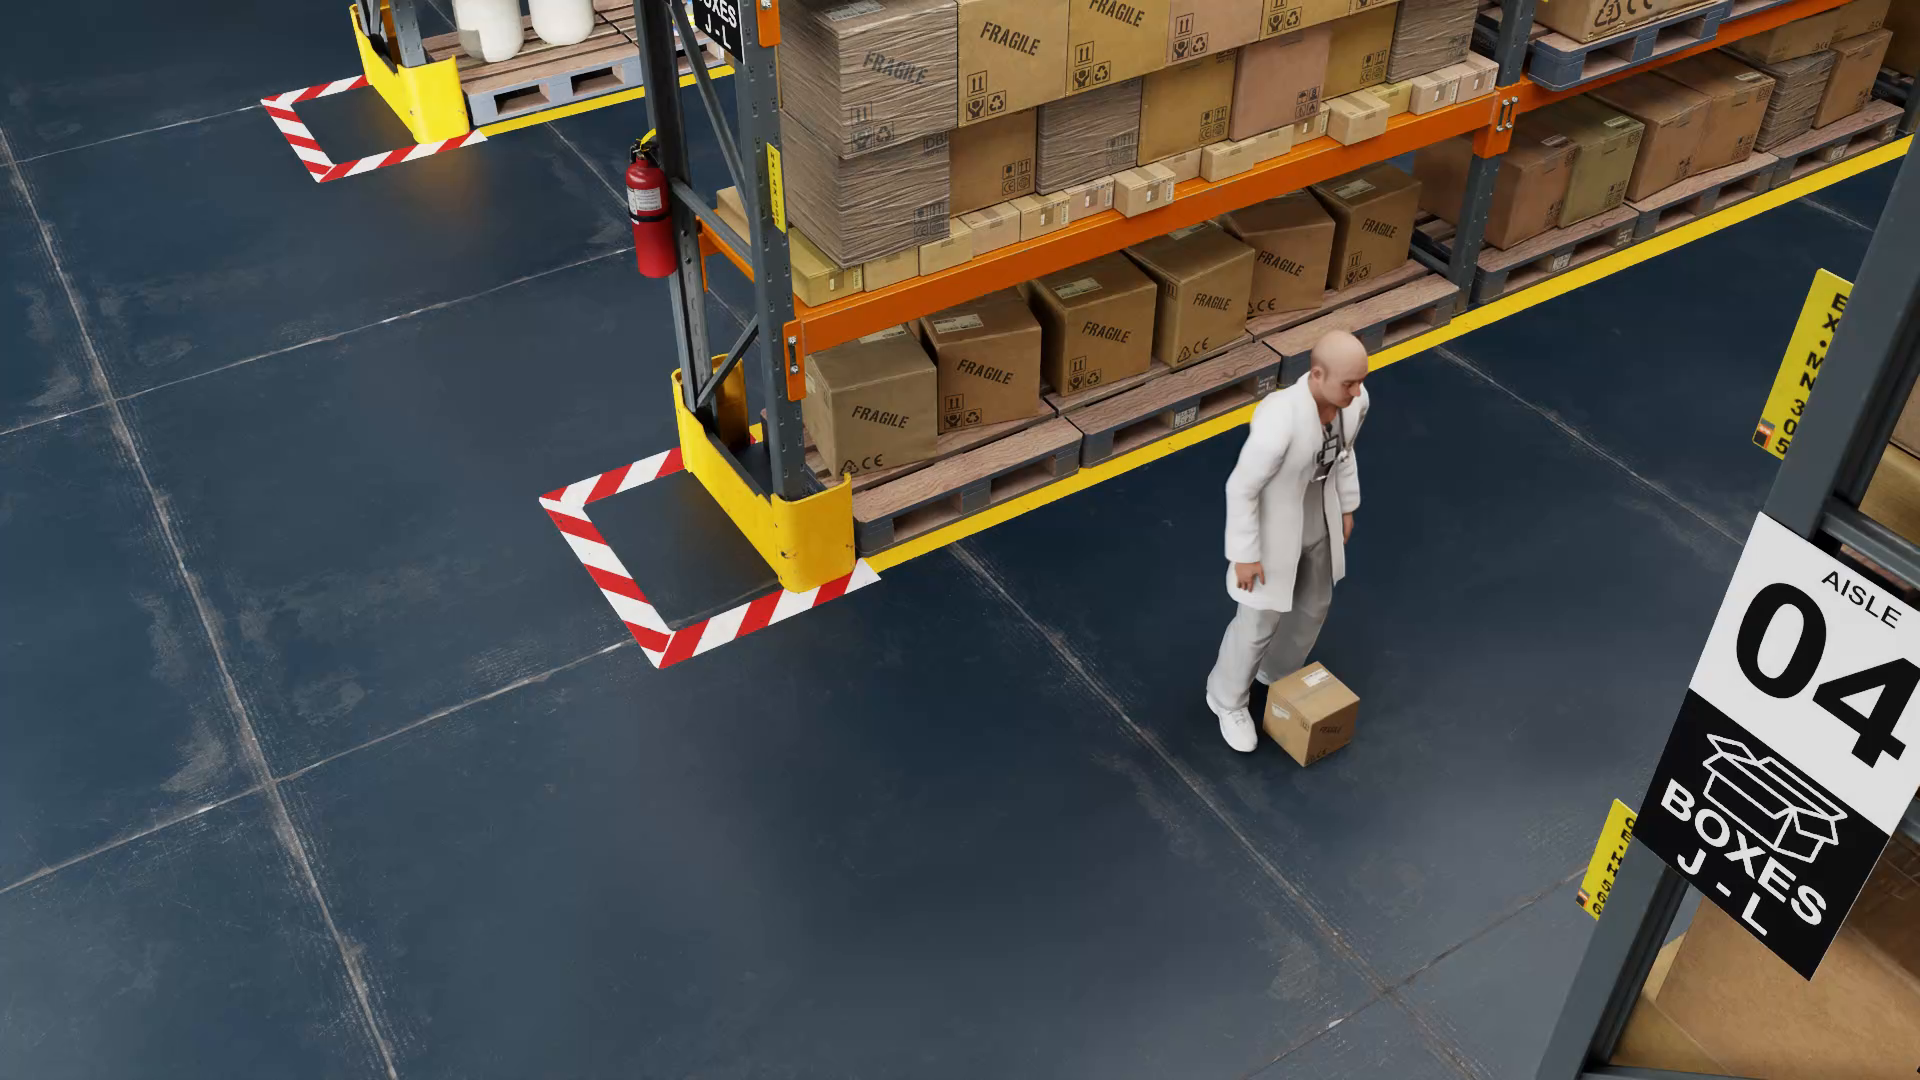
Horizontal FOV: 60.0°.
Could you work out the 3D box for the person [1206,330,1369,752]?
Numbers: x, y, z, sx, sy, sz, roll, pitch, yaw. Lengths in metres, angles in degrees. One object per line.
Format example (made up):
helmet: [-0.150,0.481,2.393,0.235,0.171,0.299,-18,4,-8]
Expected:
person: [1.246,-0.027,6.202,0.644,1.772,0.425,-24,46,-26]
